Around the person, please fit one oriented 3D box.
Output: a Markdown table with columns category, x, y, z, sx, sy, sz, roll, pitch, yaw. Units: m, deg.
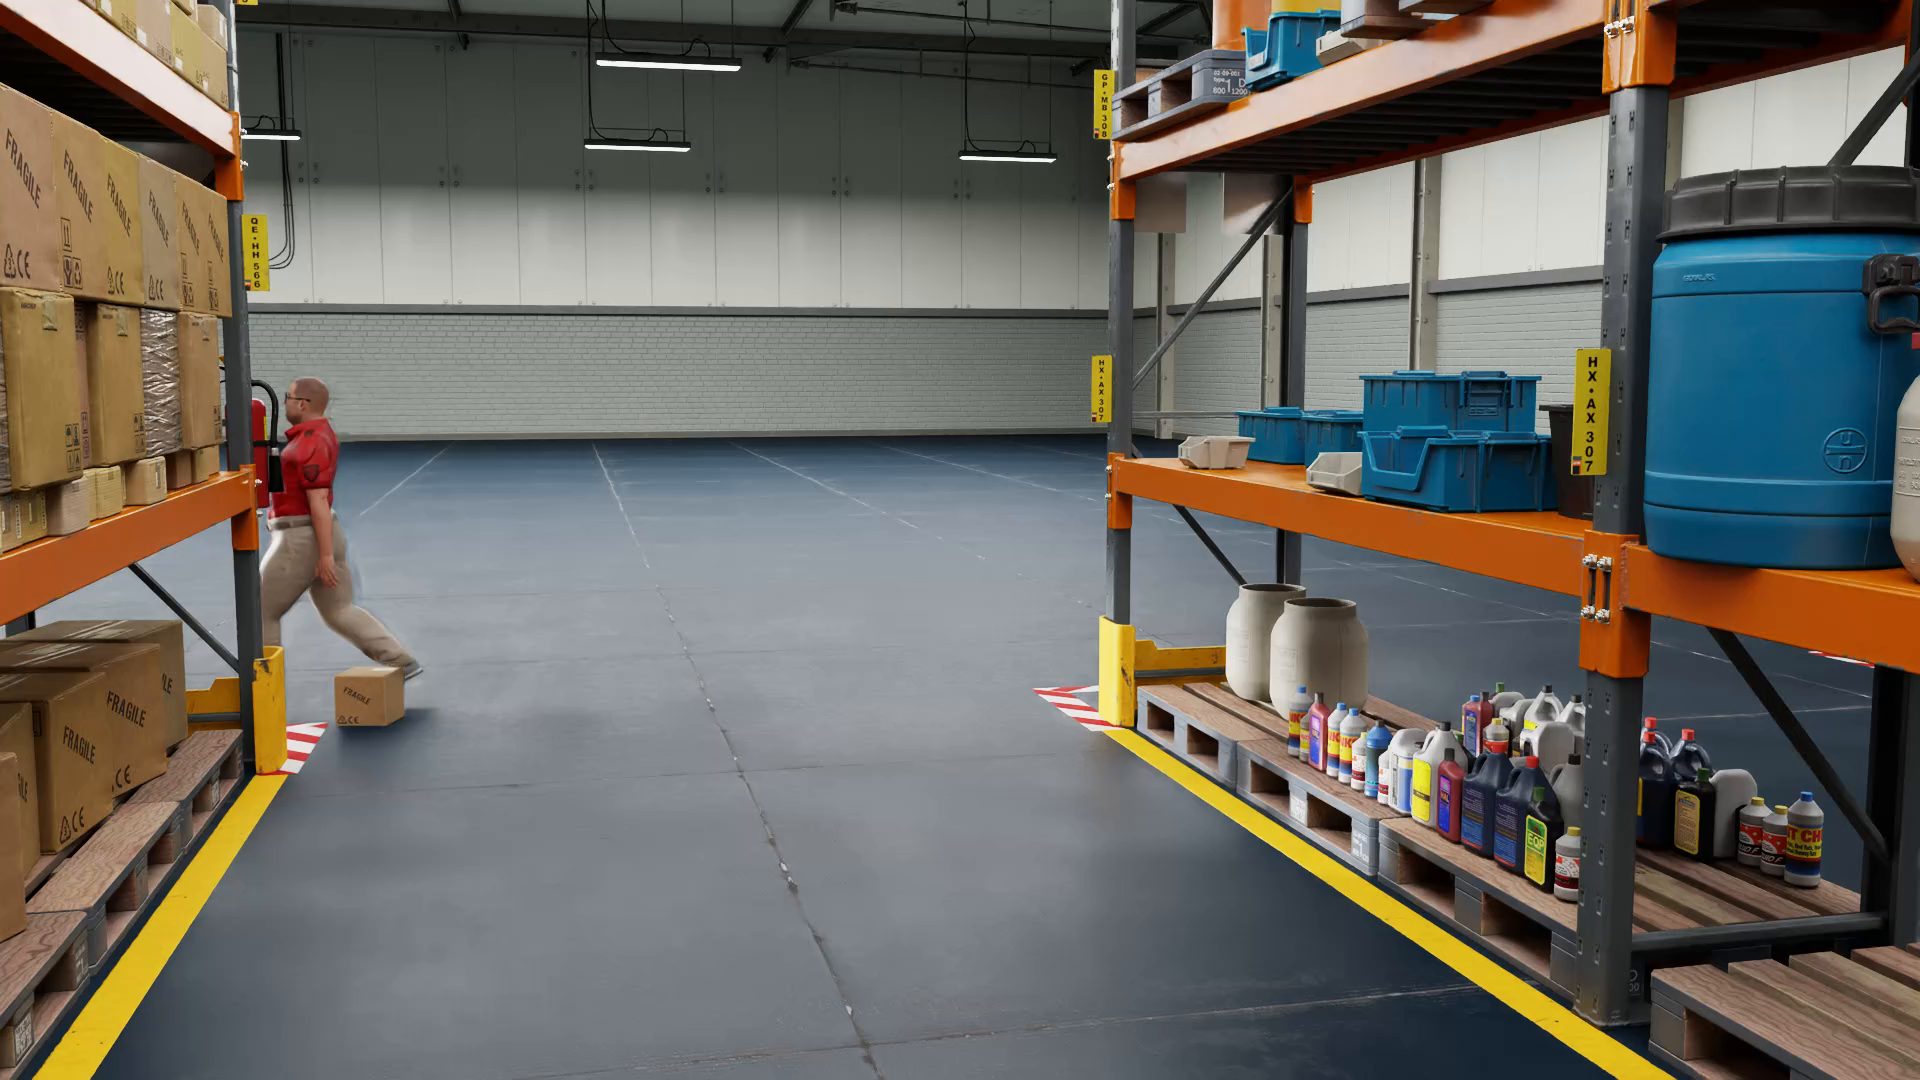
| category | x | y | z | sx | sy | sz | roll | pitch | yaw |
| --- | --- | --- | --- | --- | --- | --- | --- | --- | --- |
| person | -3.294 | 0.017 | 8.396 | 1.051 | 1.673 | 0.562 | -1 | 6 | -5 |
